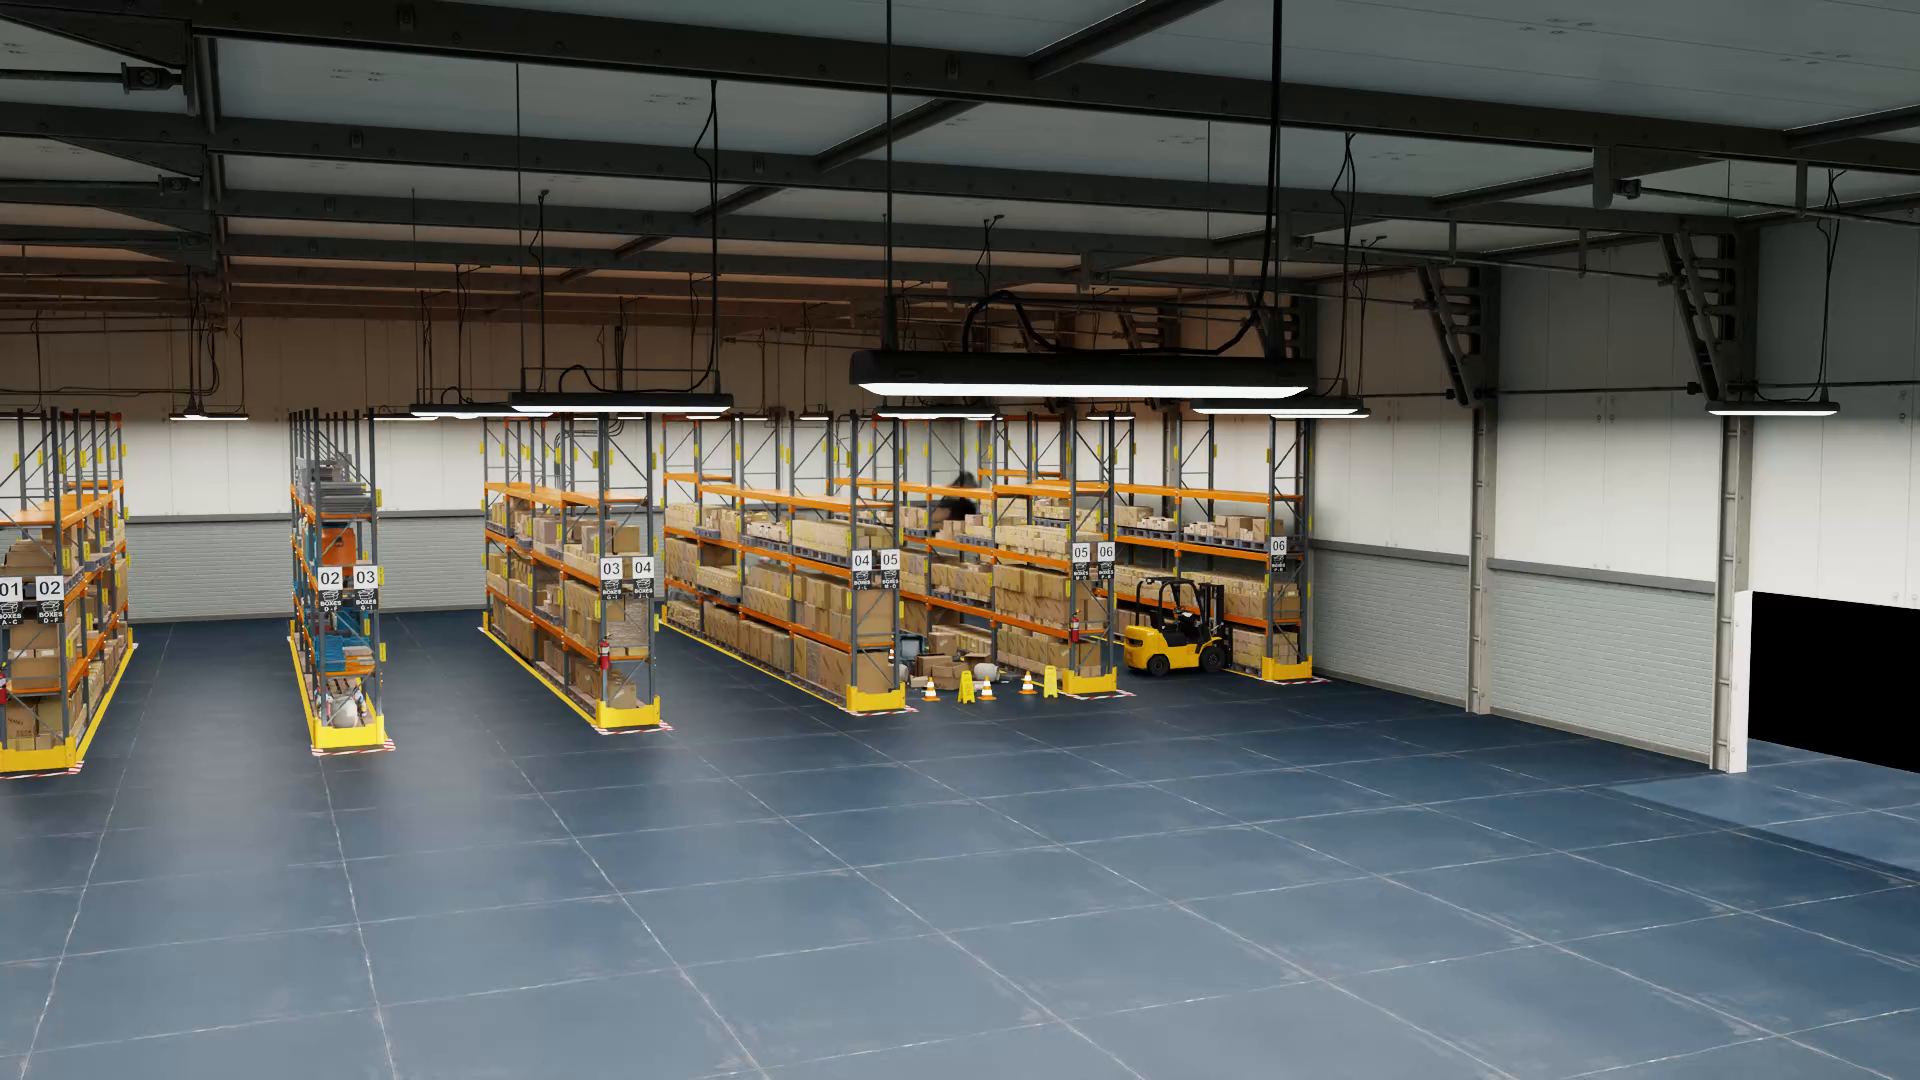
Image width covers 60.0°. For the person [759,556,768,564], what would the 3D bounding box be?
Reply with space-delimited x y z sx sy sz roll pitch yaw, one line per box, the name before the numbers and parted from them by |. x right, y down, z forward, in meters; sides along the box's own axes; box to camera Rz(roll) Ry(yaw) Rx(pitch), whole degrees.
person | -5.893 1.337 50.291 0.591 1.749 0.673 -1 4 -18

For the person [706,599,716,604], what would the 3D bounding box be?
person | -7.380 1.475 49.272 0.654 1.670 0.641 2 5 28

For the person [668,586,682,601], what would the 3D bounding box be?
person | -8.445 1.475 49.145 0.542 1.600 0.590 -1 4 -8
